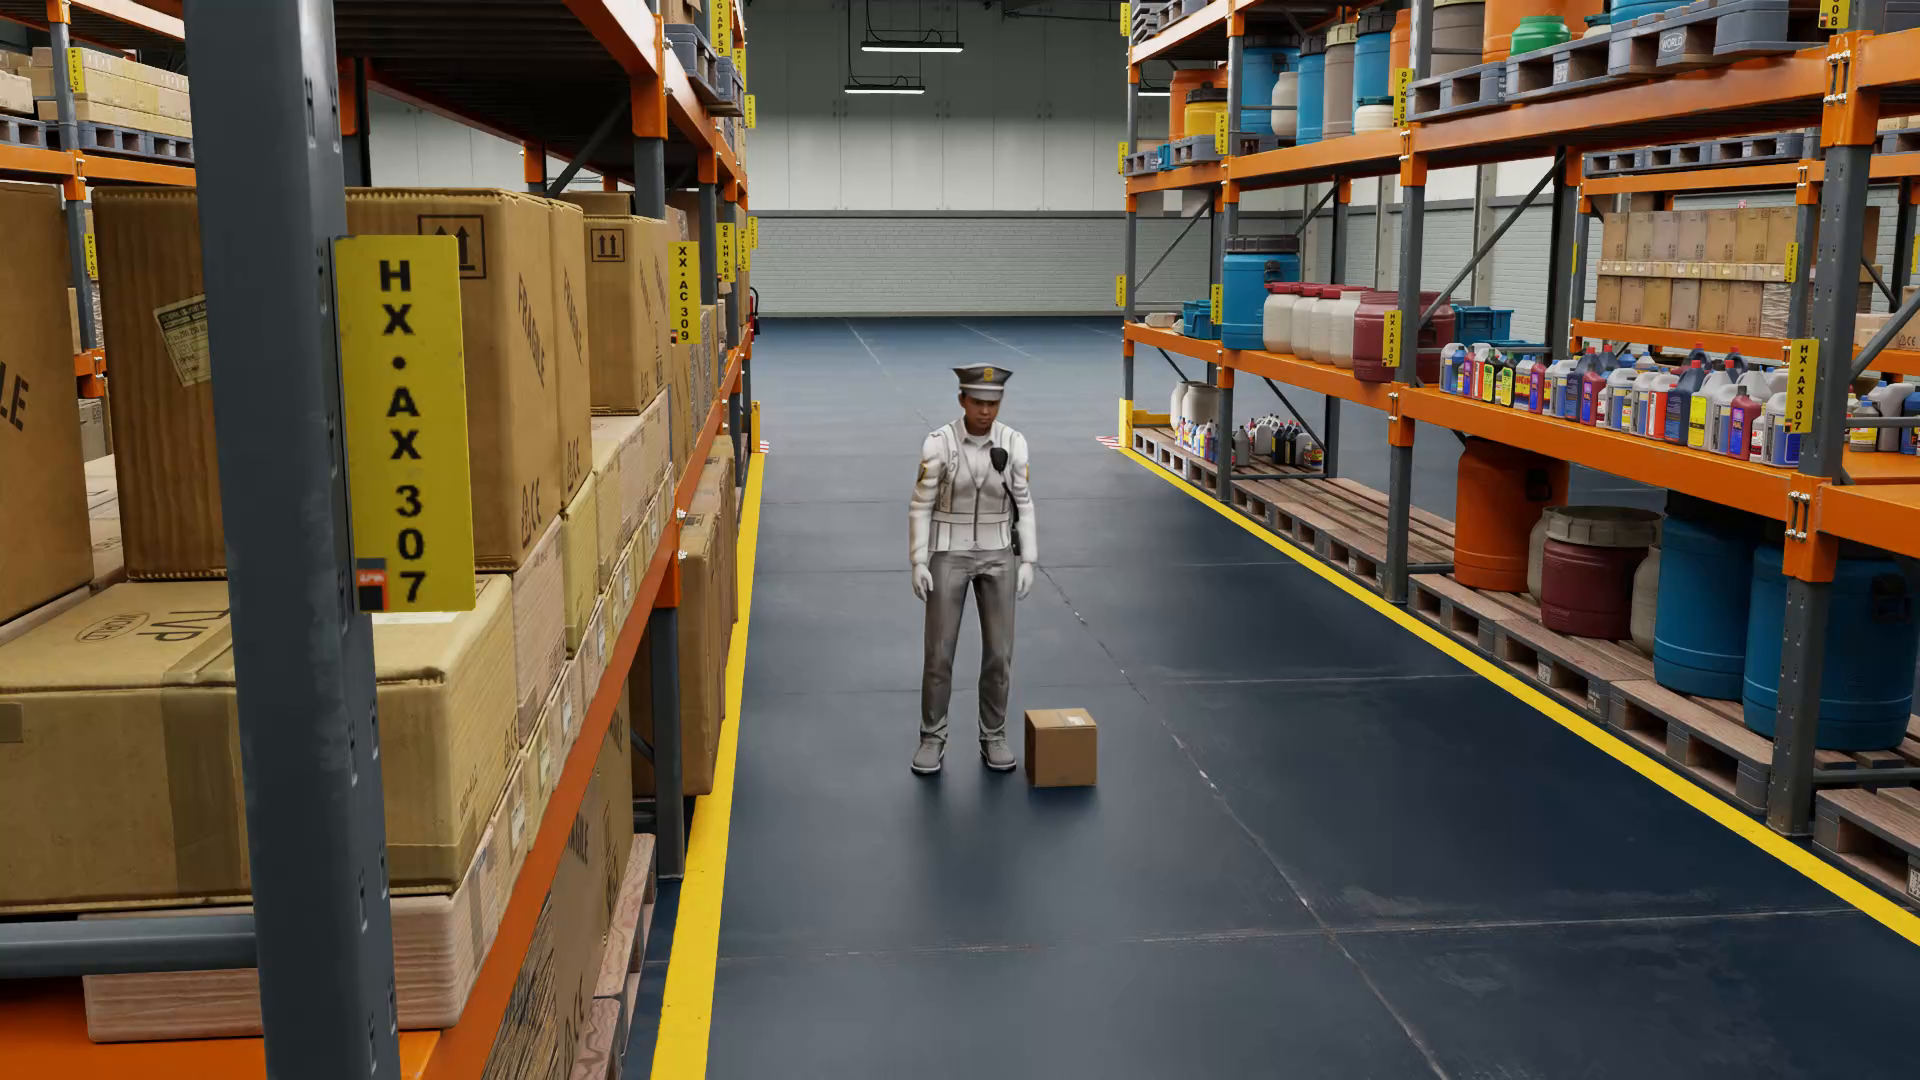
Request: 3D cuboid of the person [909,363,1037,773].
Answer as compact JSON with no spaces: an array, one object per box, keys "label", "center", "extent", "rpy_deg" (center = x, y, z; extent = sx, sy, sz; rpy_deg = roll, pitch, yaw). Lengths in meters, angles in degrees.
[{"label":"person","center":[0.054,0.107,6.799],"extent":[0.536,1.662,0.373],"rpy_deg":[-1,10,-8]}]
